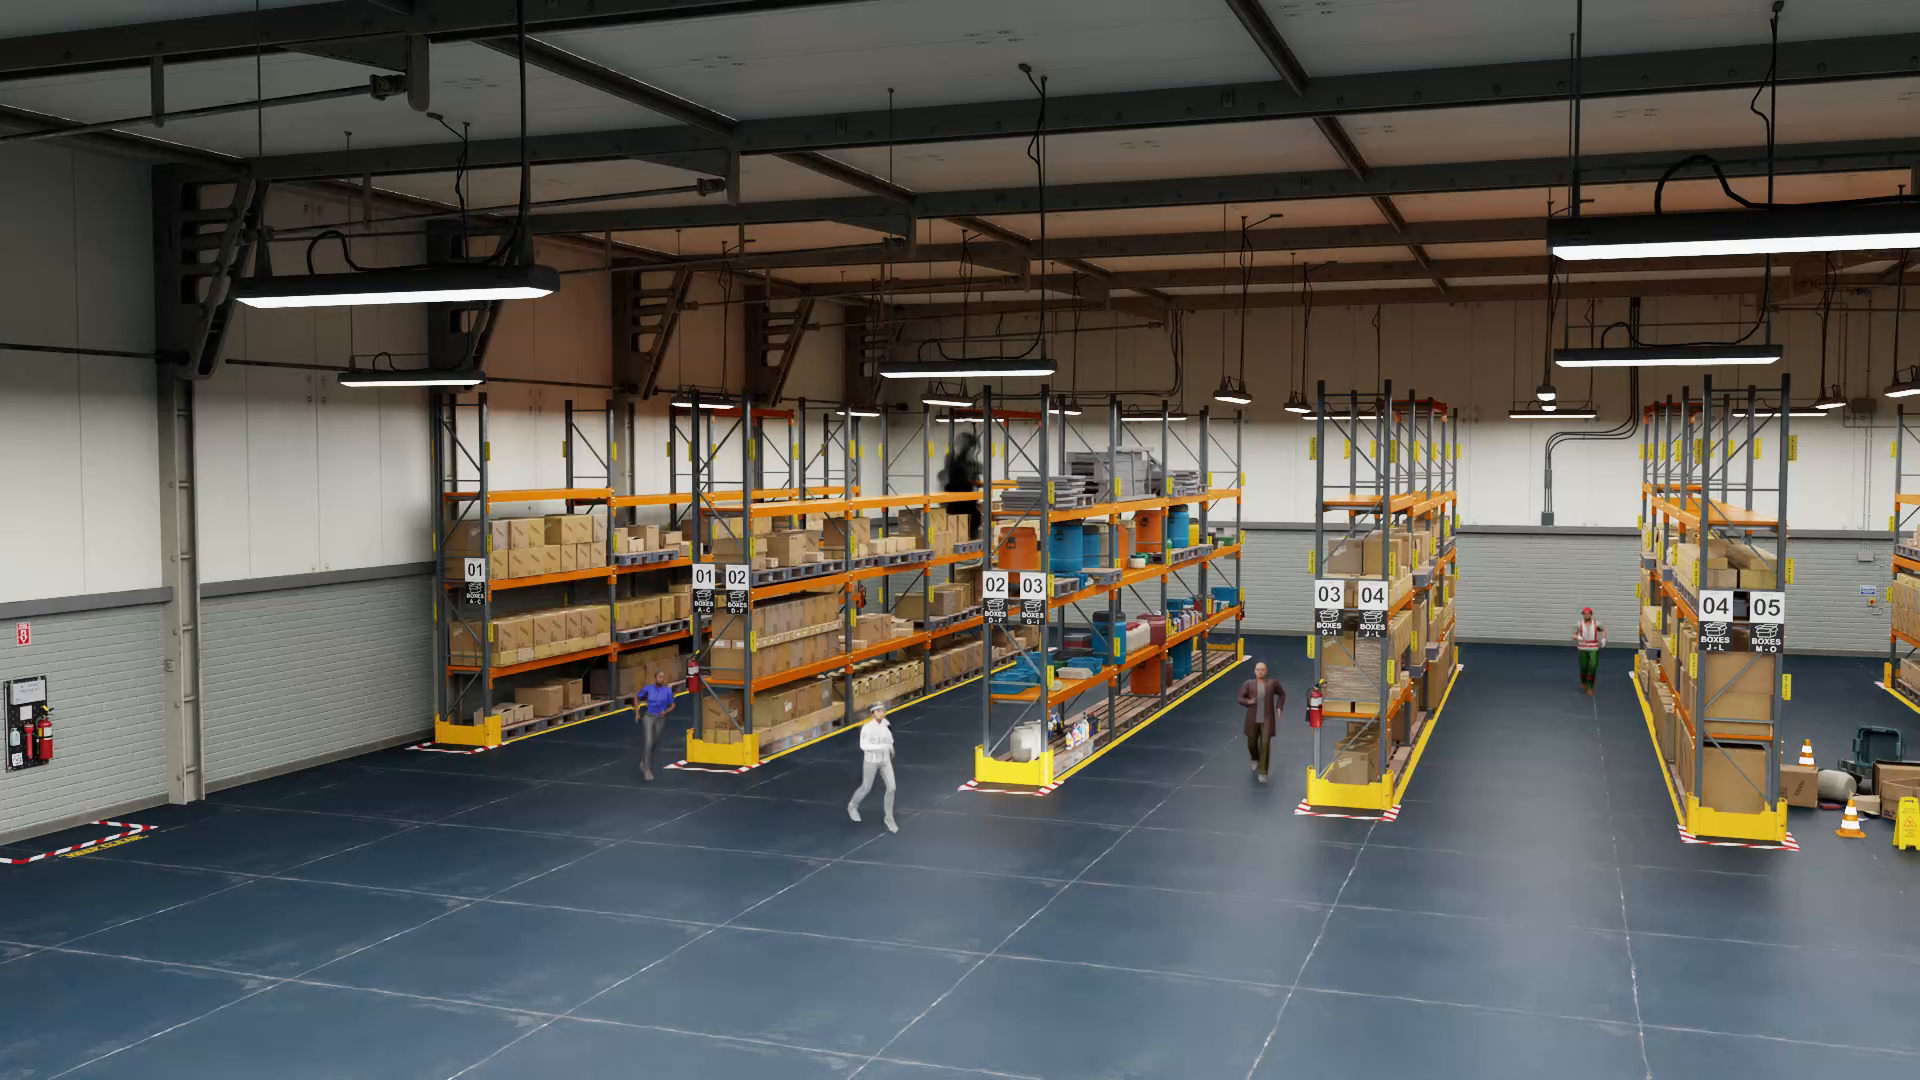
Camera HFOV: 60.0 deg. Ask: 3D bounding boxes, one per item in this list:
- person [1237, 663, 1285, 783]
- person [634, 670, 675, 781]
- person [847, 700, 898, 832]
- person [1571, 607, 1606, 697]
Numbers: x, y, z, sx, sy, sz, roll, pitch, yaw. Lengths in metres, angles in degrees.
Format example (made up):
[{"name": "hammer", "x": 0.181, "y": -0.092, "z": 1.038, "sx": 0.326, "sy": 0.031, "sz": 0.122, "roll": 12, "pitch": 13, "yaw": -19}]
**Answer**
[{"name": "person", "x": 4.579, "y": 2.745, "z": 25.344, "sx": 0.715, "sy": 1.757, "sz": 1.039, "roll": 1, "pitch": 3, "yaw": 15}, {"name": "person", "x": -4.714, "y": 2.819, "z": 25.712, "sx": 0.625, "sy": 1.630, "sz": 0.883, "roll": -1, "pitch": 3, "yaw": -23}, {"name": "person", "x": -1.129, "y": 2.977, "z": 22.159, "sx": 0.623, "sy": 1.739, "sz": 0.883, "roll": -2, "pitch": 4, "yaw": -36}, {"name": "person", "x": 12.965, "y": 2.290, "z": 34.312, "sx": 0.665, "sy": 1.810, "sz": 0.899, "roll": 1, "pitch": 3, "yaw": 22}]
